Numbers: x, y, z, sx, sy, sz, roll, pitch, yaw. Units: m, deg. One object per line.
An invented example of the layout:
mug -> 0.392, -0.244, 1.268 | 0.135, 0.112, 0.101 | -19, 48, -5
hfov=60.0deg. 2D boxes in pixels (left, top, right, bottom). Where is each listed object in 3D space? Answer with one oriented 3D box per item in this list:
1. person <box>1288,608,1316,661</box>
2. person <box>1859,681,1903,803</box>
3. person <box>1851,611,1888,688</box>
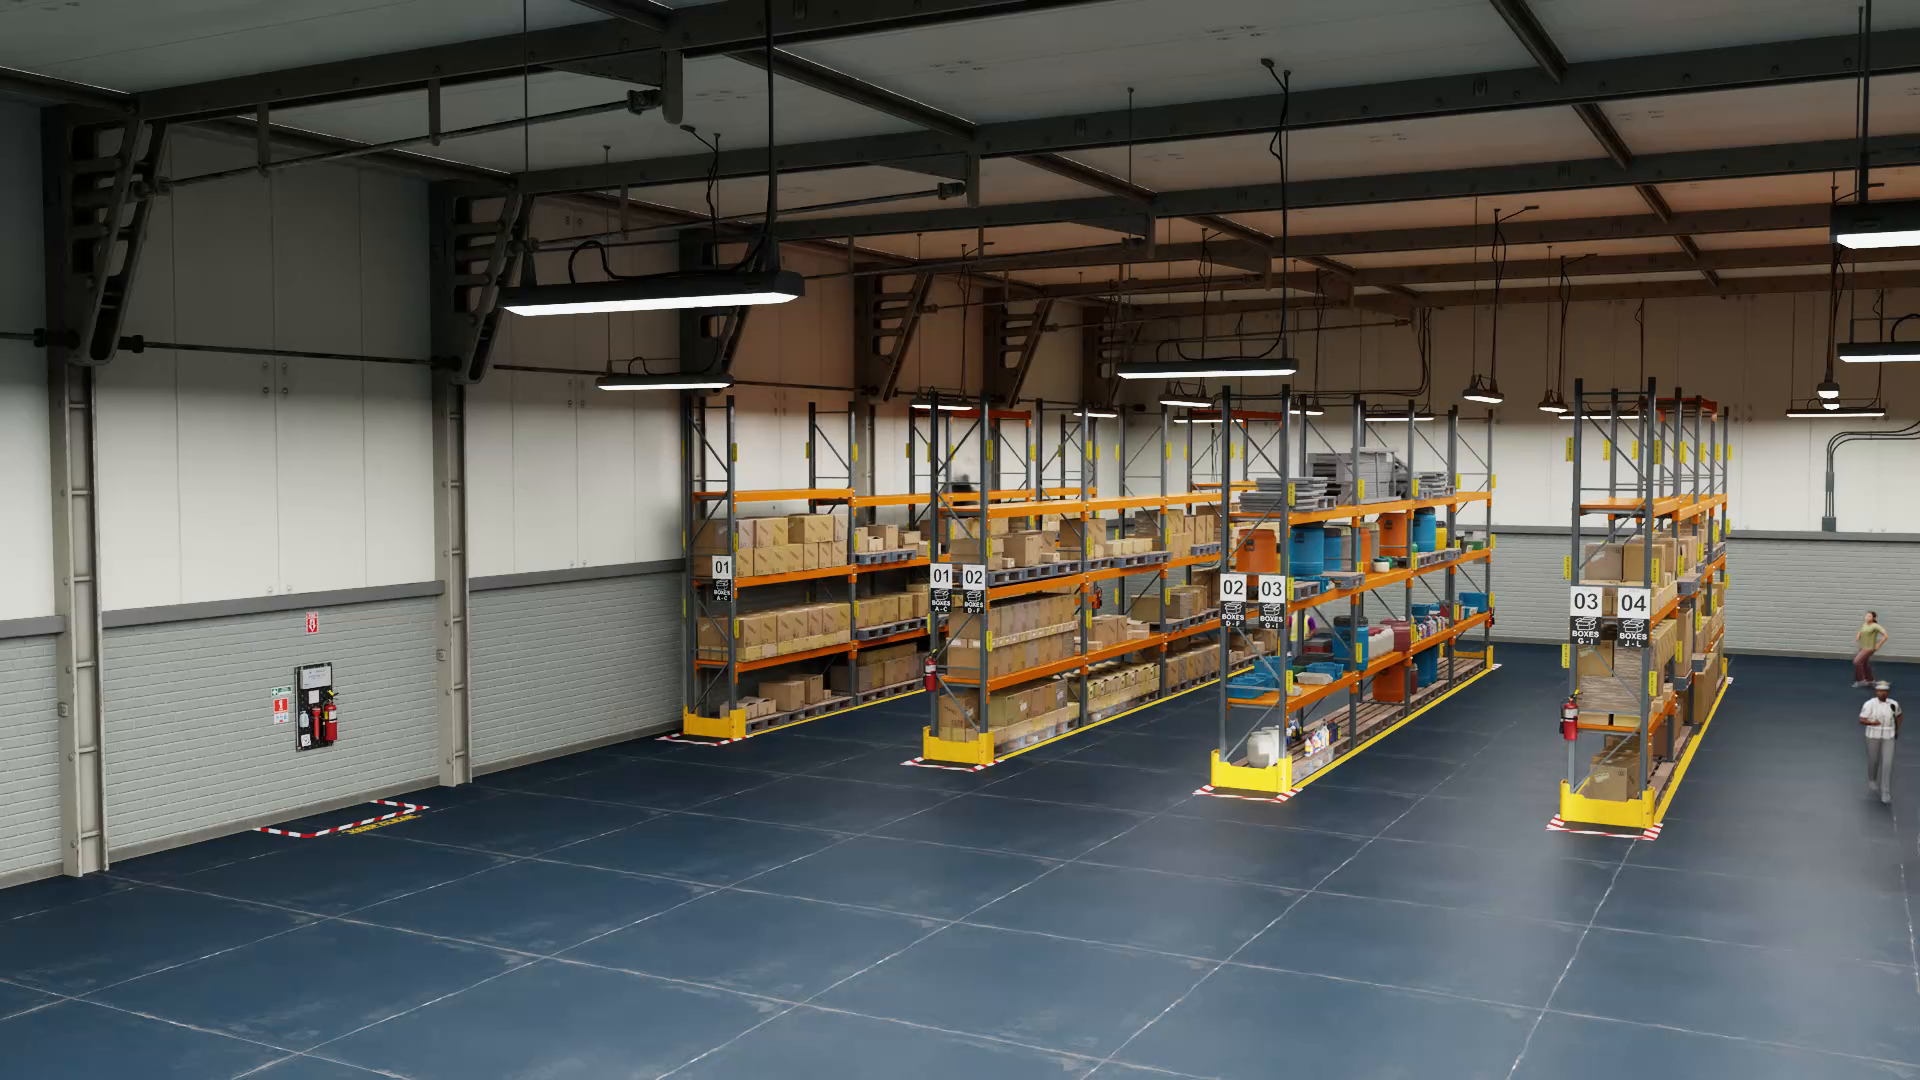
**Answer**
person -> 7.434, 2.226, 36.387 | 0.698, 1.718, 0.576 | 1, 3, 15
person -> 13.280, 2.868, 23.969 | 0.581, 1.694, 0.876 | 1, 3, 22
person -> 19.267, 2.329, 35.273 | 0.680, 1.669, 0.639 | 0, 3, -8
